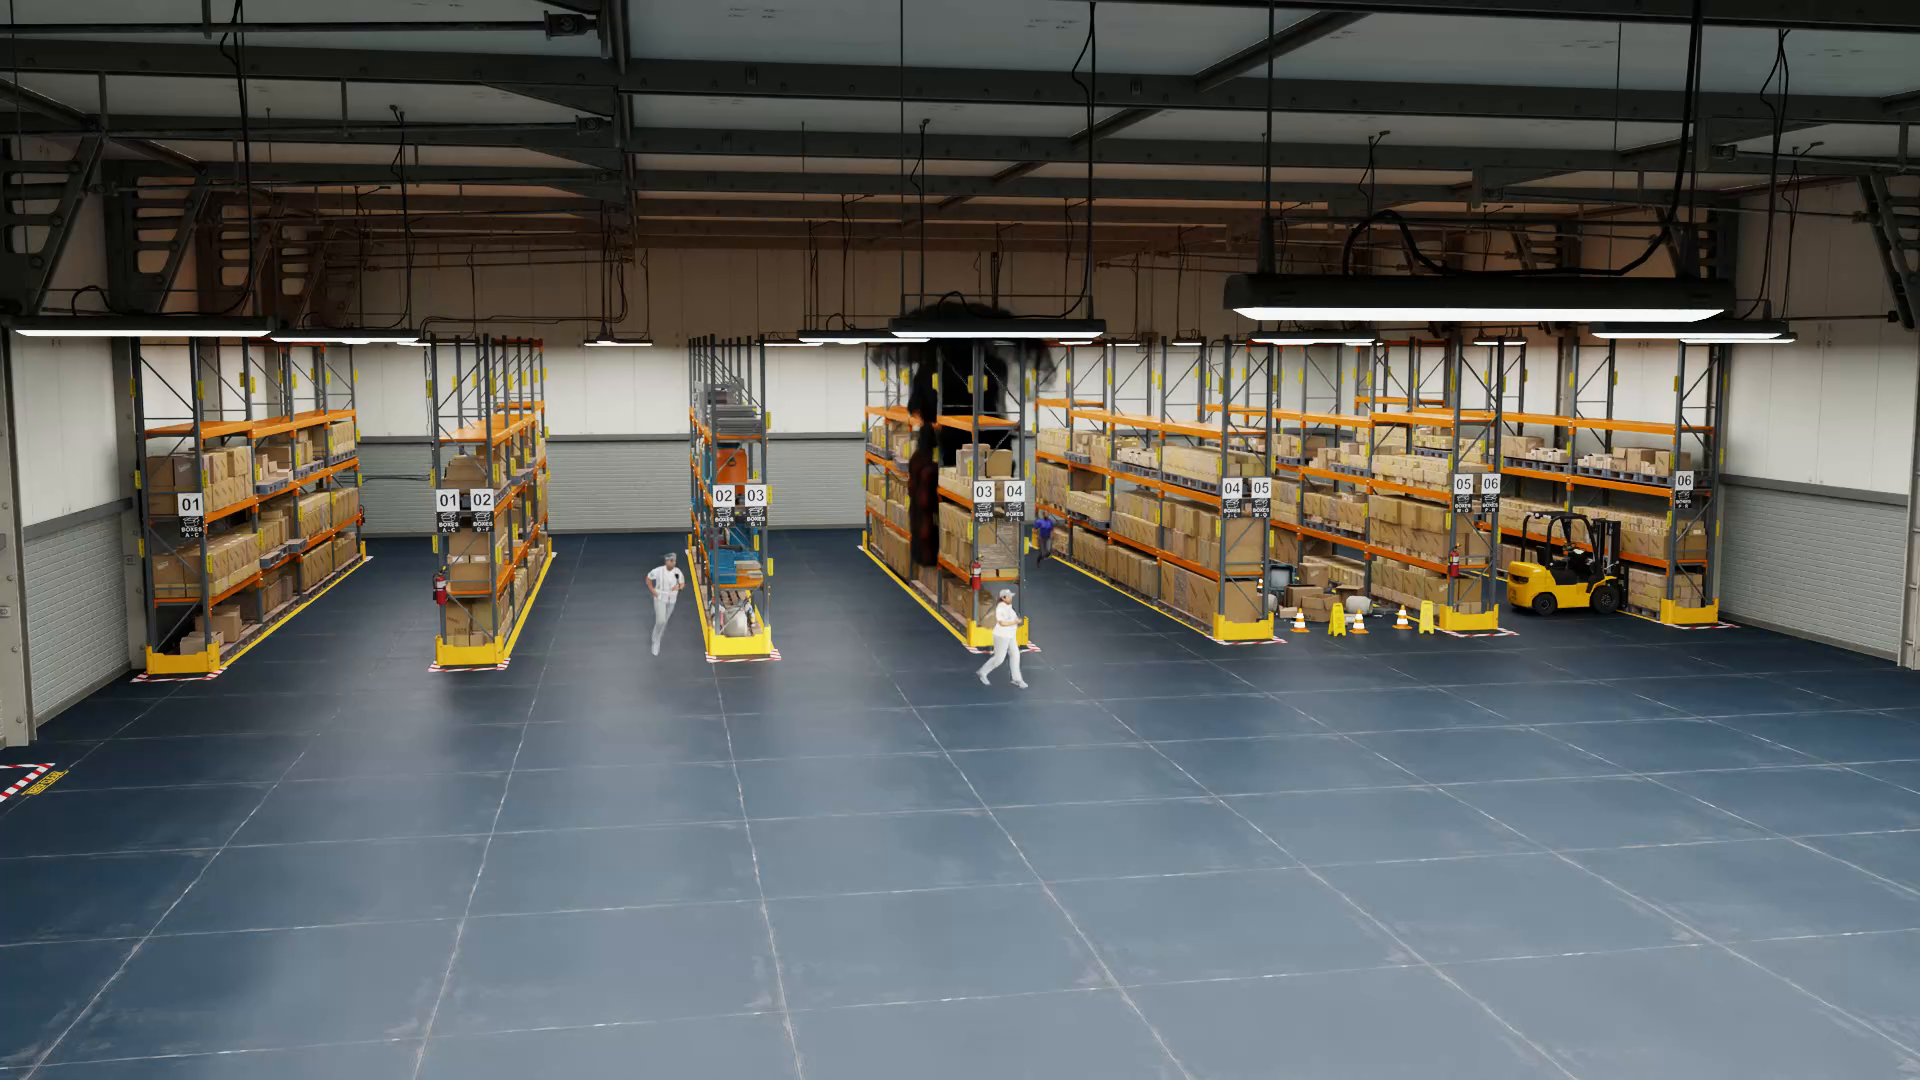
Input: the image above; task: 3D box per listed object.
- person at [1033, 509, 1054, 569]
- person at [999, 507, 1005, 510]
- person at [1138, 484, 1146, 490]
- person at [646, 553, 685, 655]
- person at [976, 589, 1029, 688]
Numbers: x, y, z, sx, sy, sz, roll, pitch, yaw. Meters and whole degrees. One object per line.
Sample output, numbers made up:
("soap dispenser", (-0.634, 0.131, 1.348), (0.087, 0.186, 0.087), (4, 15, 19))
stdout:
("person", (2.198, -0.015, 42.845), (0.557, 1.548, 0.614), (-2, 7, -18))
("person", (1.109, -0.585, 47.685), (0.628, 1.655, 0.887), (0, 7, 4))
("person", (5.503, -0.888, 50.619), (0.612, 1.662, 0.603), (0, 7, 2))
("person", (-5.390, 1.145, 30.465), (0.699, 1.842, 0.643), (-4, 8, -33))
("person", (0.728, 1.659, 28.139), (0.903, 1.673, 0.632), (2, 7, 20))
